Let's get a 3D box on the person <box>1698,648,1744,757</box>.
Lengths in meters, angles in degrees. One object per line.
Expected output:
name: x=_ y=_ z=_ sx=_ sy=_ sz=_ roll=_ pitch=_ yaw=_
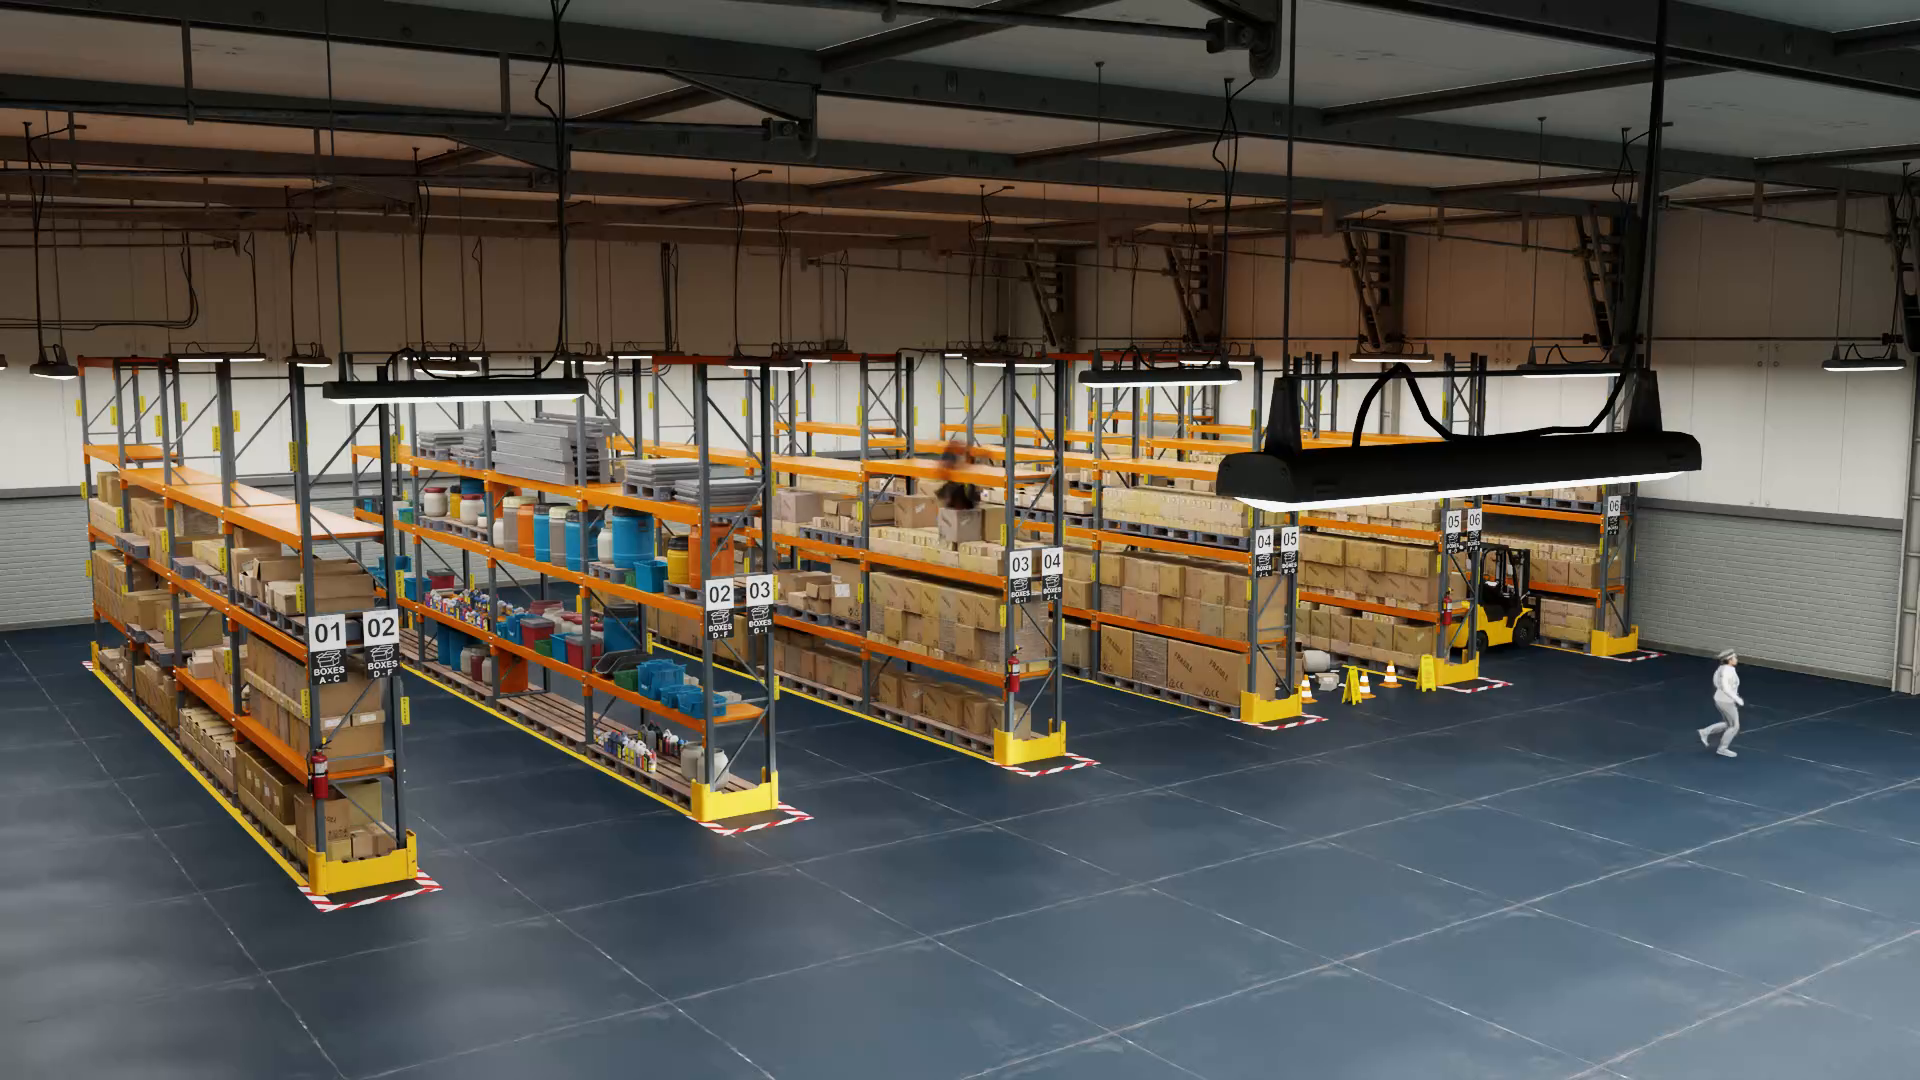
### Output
person: x=11.586 y=2.456 z=25.298 sx=0.571 sy=1.654 sz=0.652 roll=1 pitch=7 yaw=12

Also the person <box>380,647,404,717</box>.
person: x=-9.469 y=2.186 z=27.464 sx=0.585 sy=1.719 sz=0.708 roll=-7 pitch=10 yaw=-44

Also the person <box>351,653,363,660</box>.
person: x=-10.319 y=2.077 z=28.250 sx=0.638 sy=1.641 sz=0.550 roll=6 pitch=9 yaw=40
